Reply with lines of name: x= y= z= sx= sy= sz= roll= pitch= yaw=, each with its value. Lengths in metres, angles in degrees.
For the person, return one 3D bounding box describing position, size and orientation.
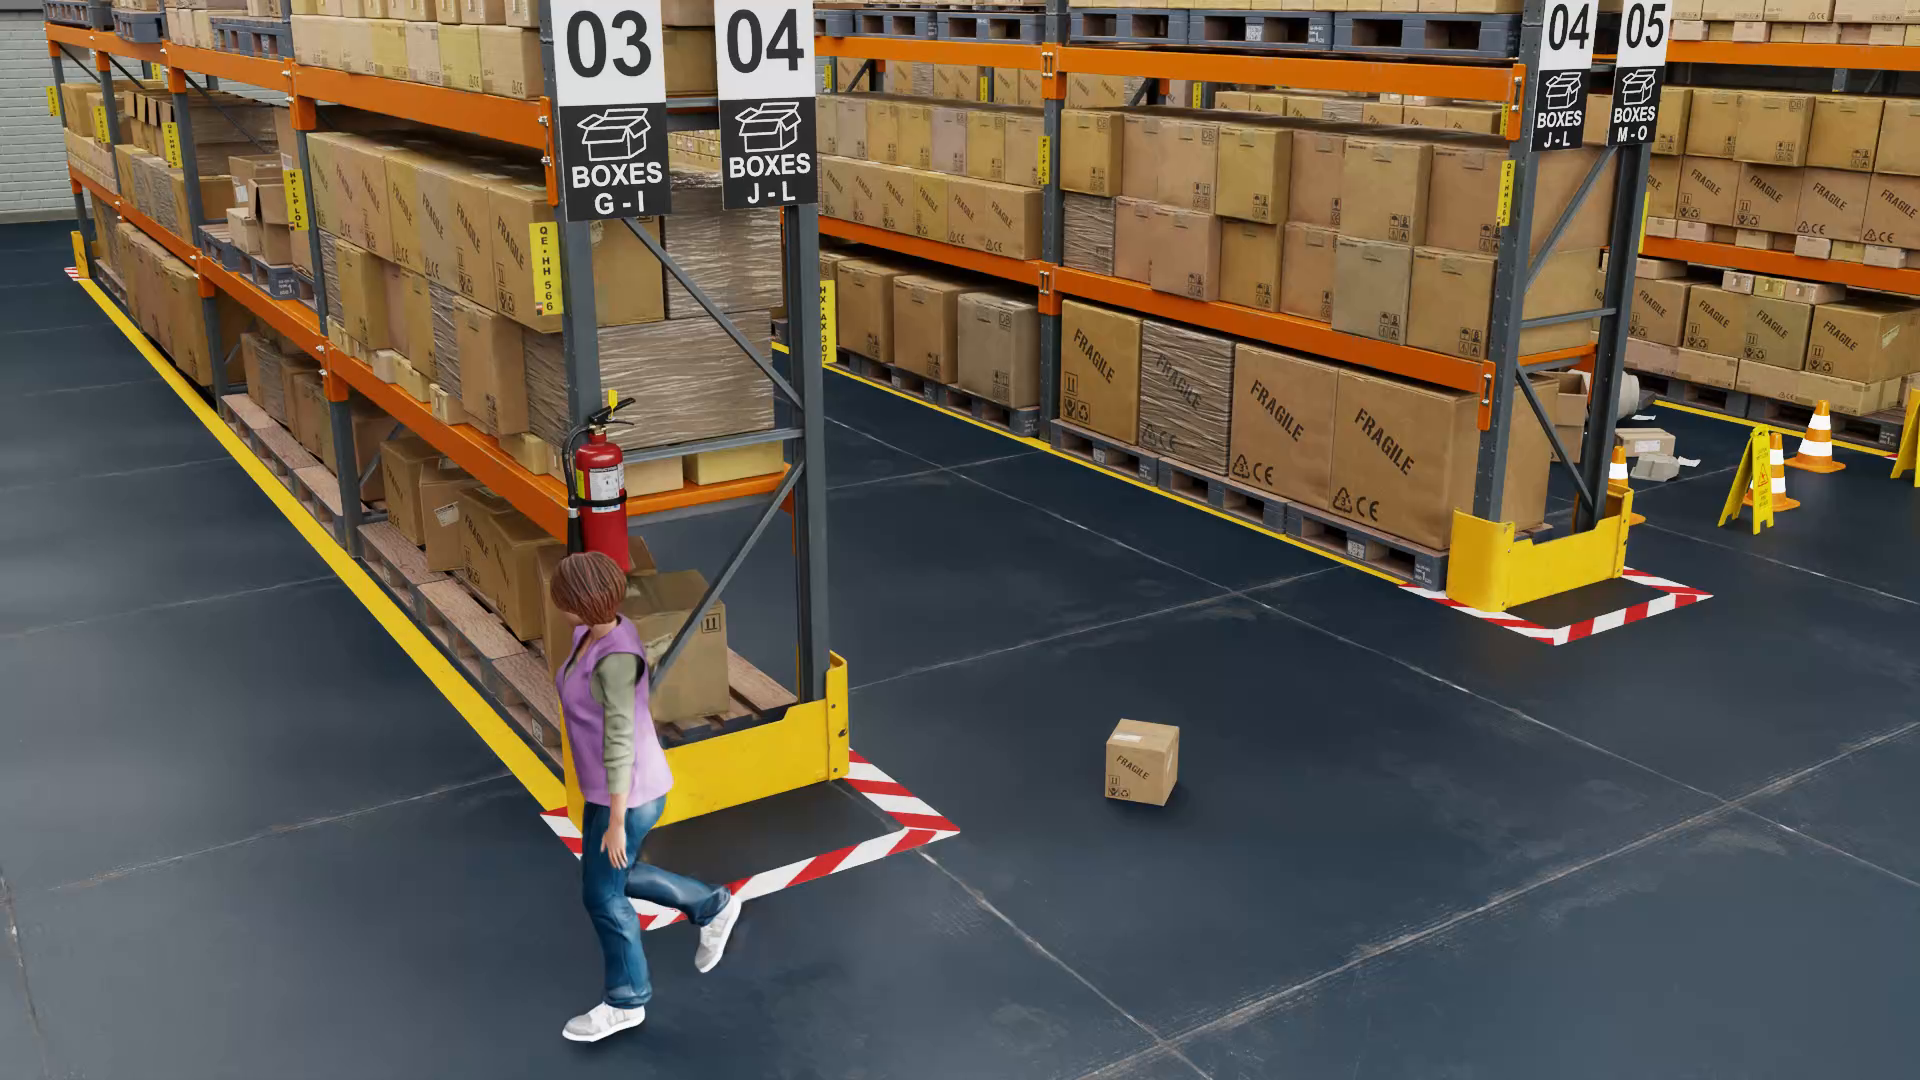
person: x=-0.997 y=0.776 z=5.203 sx=0.631 sy=1.567 sz=0.498 roll=-7 pitch=20 yaw=-21
